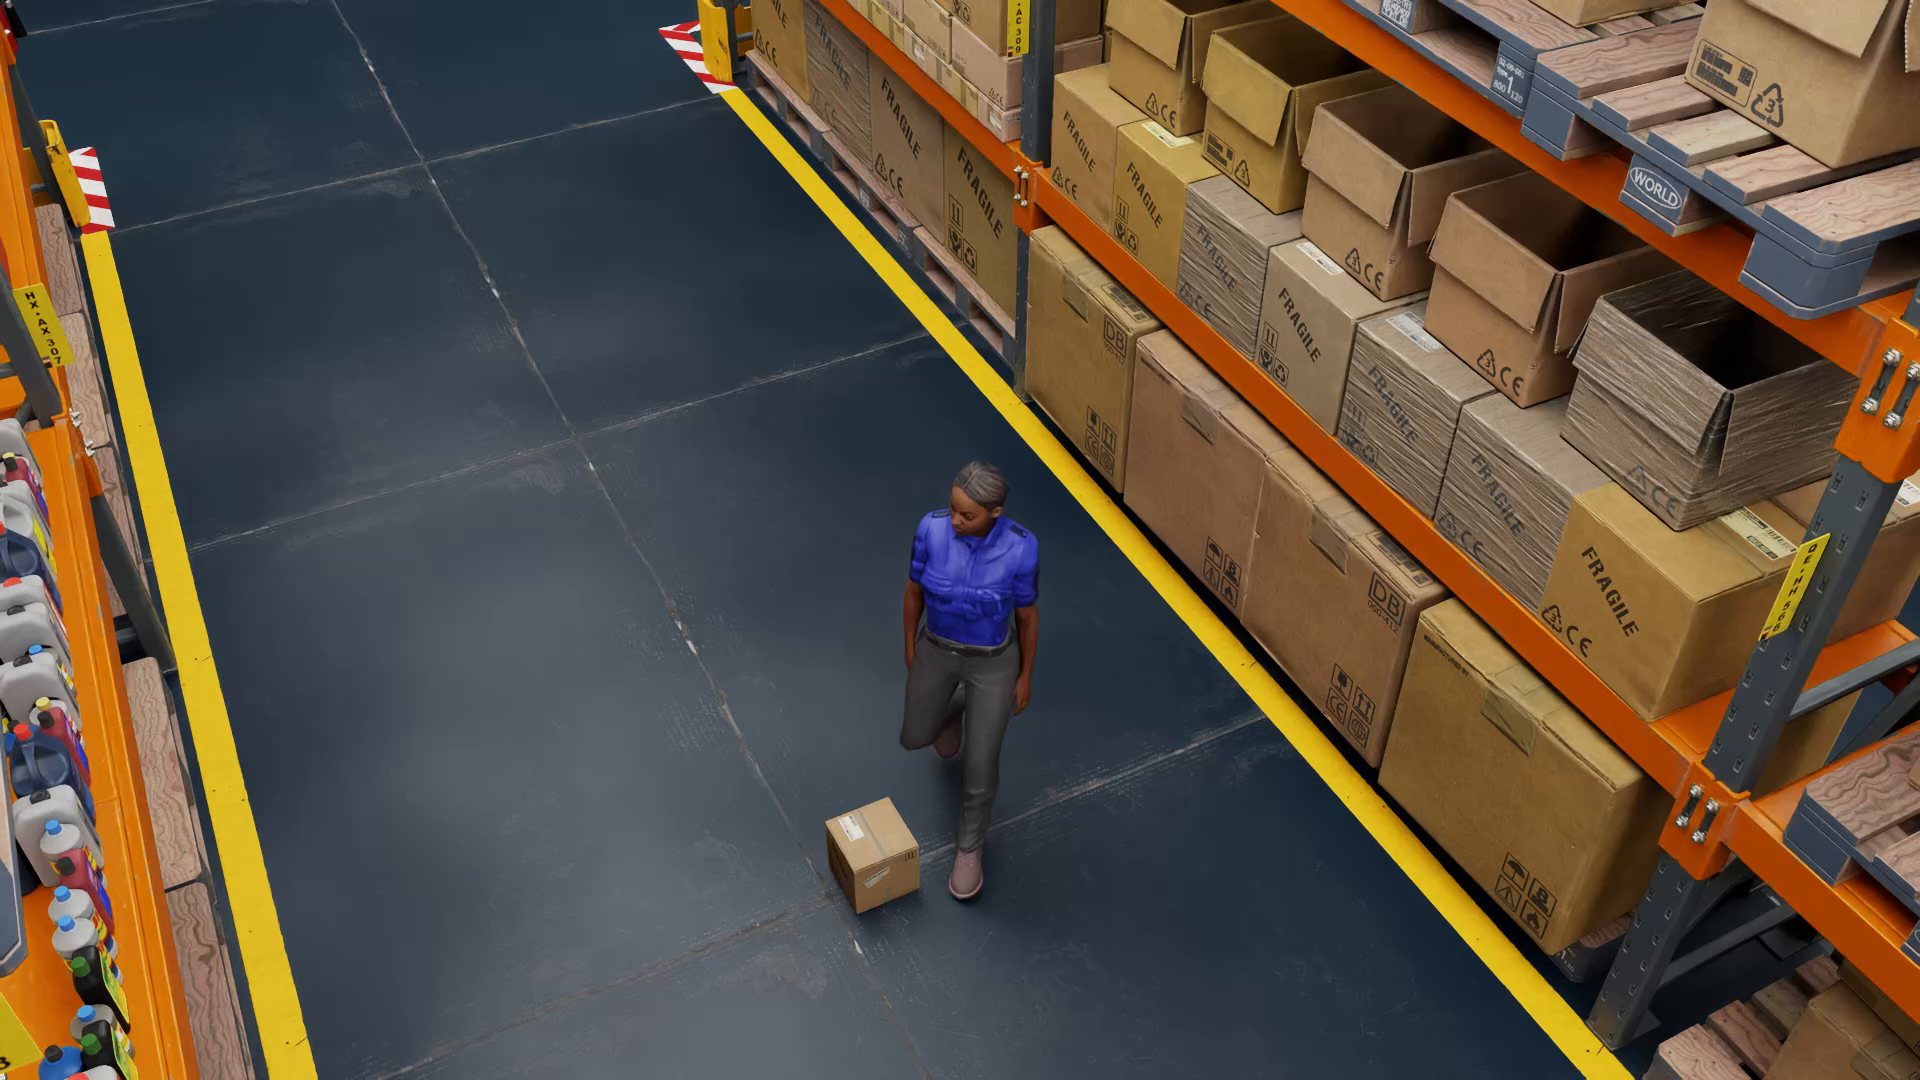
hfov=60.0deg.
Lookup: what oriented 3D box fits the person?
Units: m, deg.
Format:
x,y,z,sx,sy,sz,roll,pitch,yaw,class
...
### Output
x,y,z,sx,sy,sz,roll,pitch,yaw,class
0.018,0.421,5.696,0.474,1.625,0.777,11,43,12,person
